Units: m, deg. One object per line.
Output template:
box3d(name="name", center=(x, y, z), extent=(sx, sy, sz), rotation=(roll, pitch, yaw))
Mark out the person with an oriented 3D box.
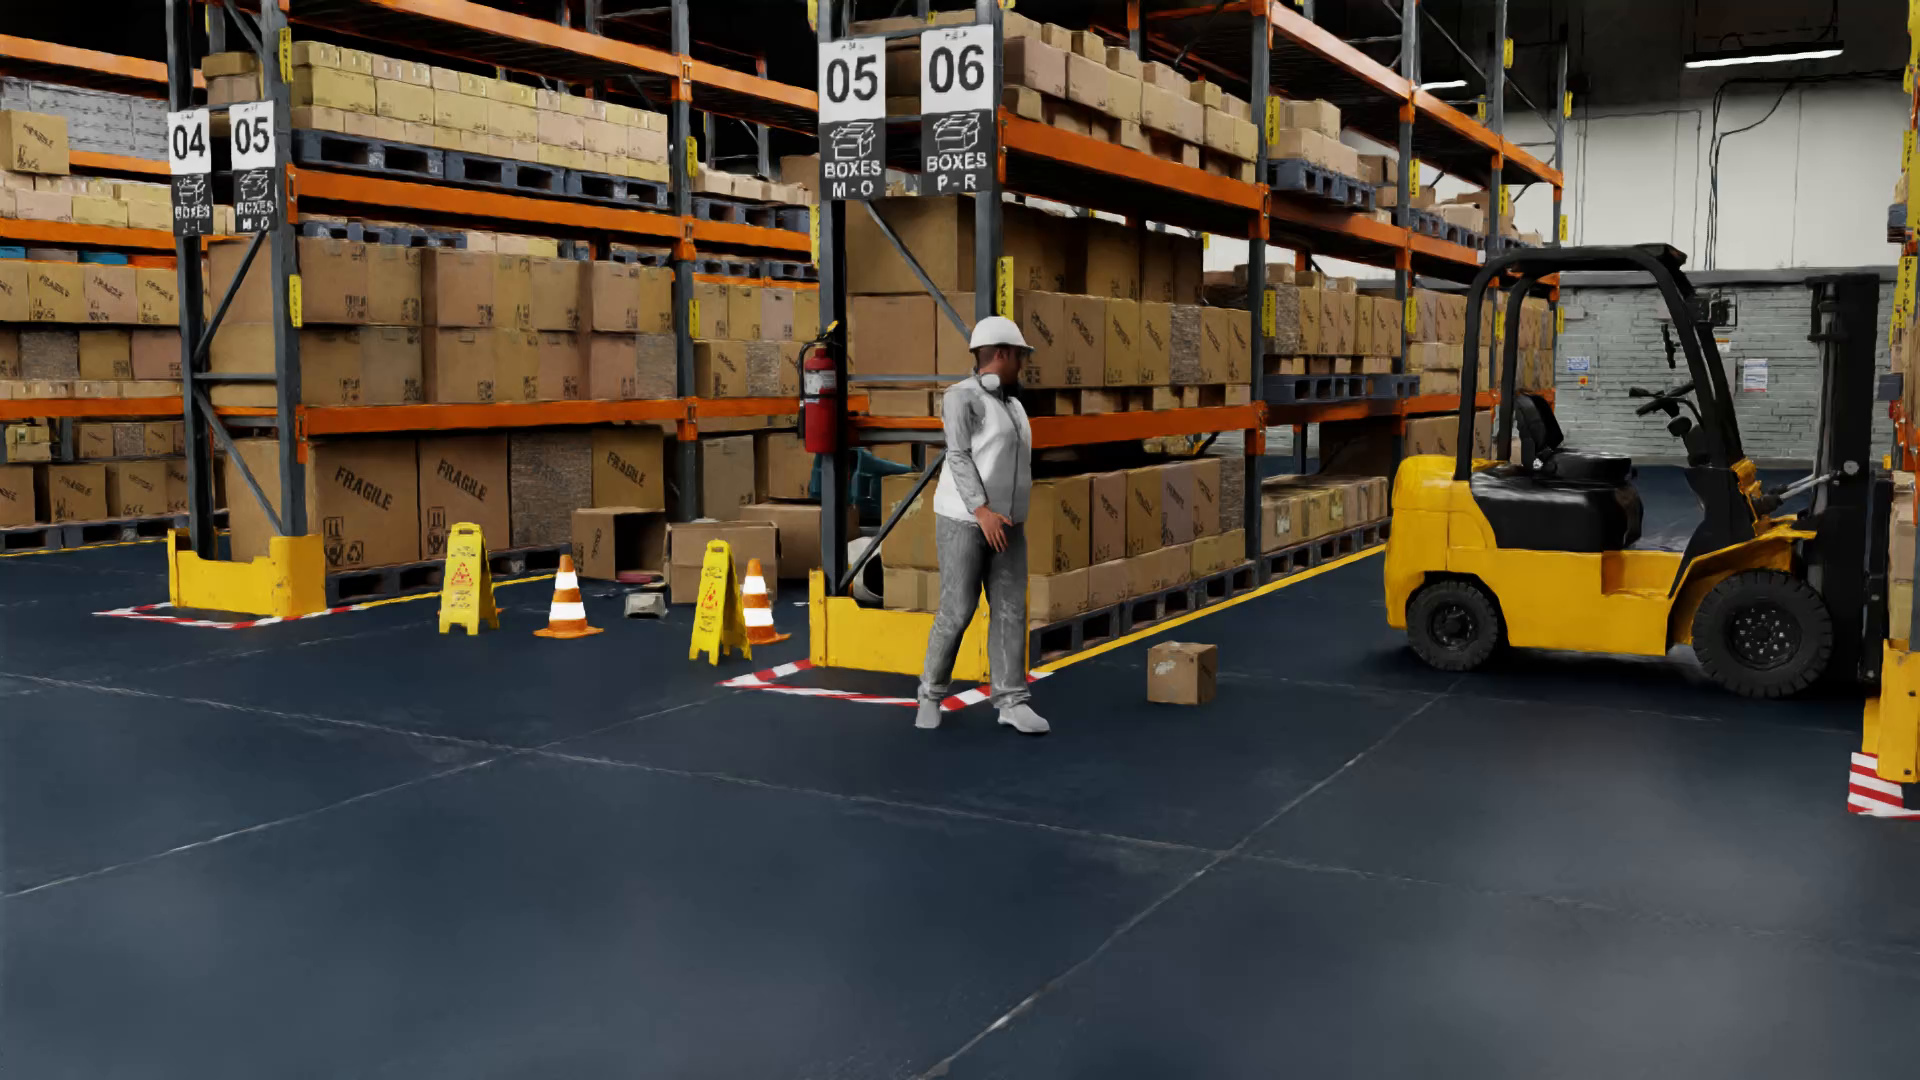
box3d(name="person", center=(0.128, -0.048, 7.193), extent=(0.556, 1.832, 0.667), rotation=(-6, 8, -43))
